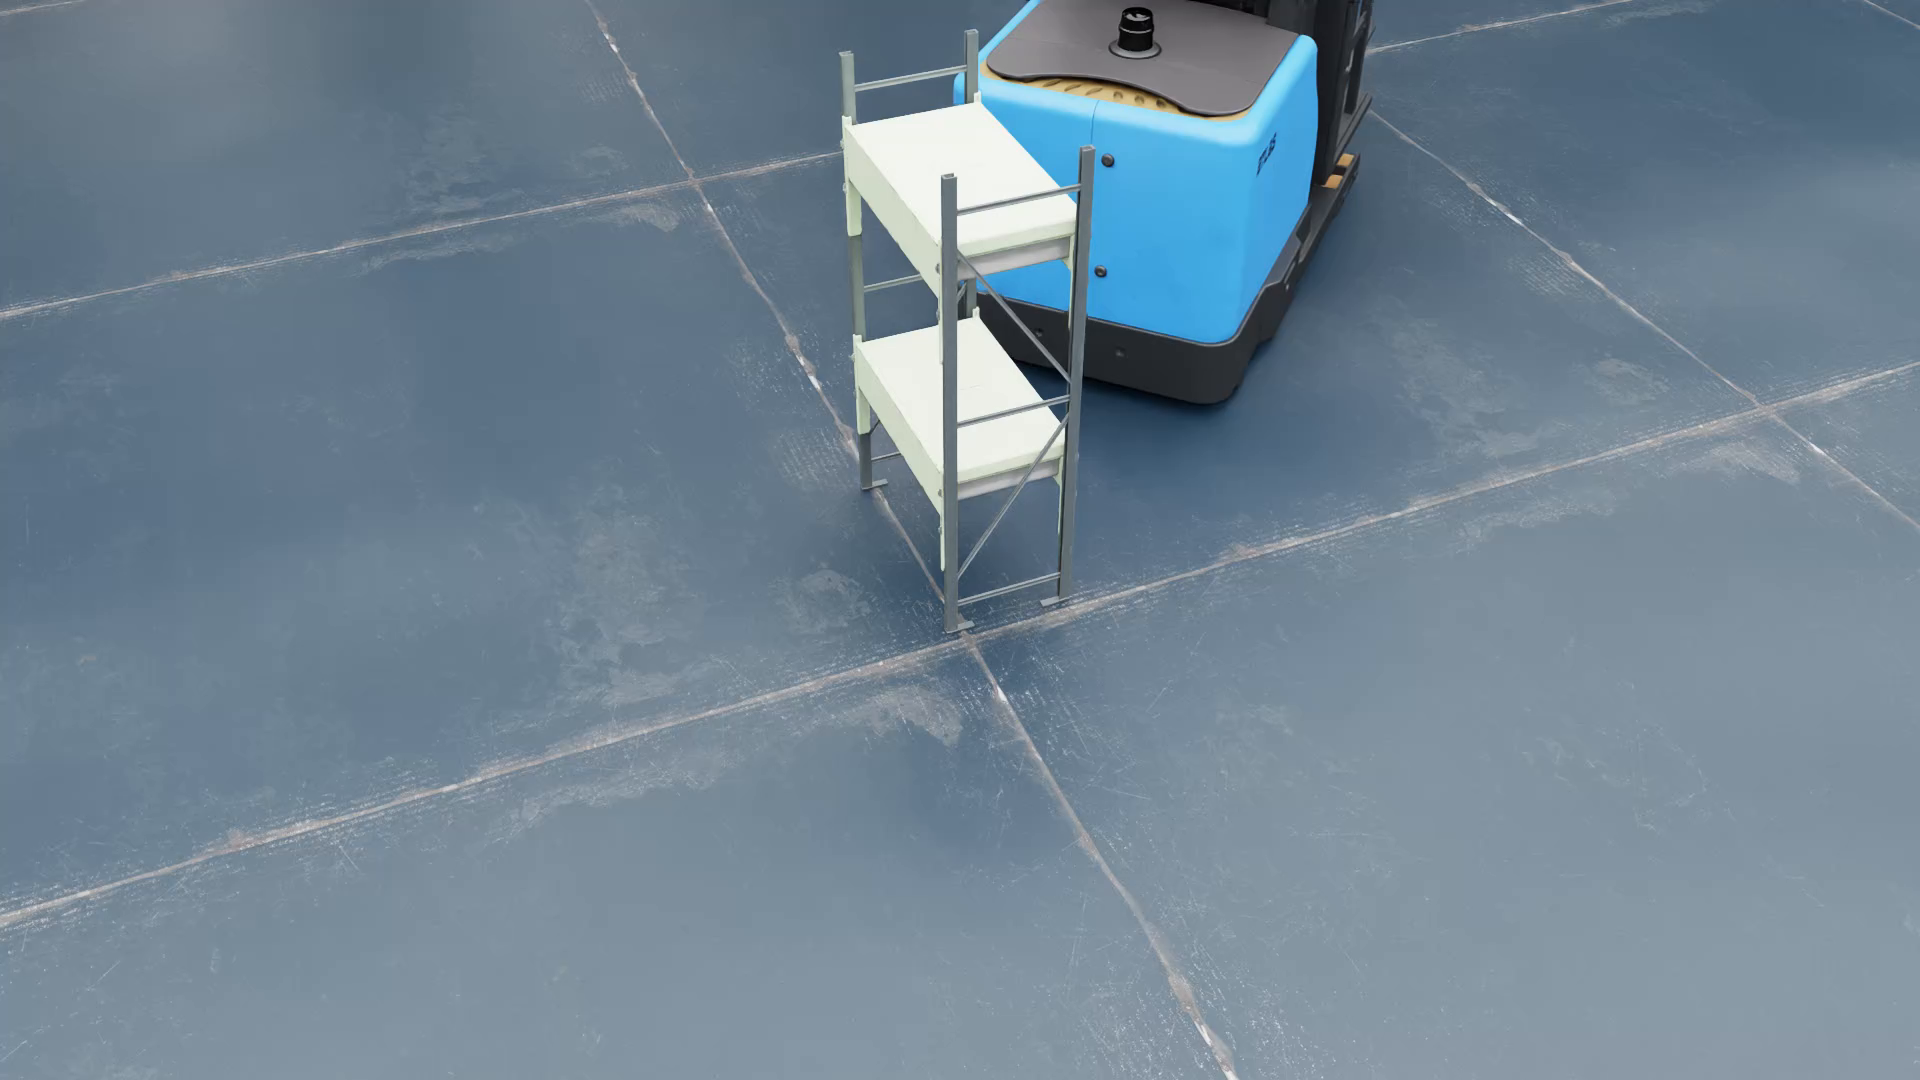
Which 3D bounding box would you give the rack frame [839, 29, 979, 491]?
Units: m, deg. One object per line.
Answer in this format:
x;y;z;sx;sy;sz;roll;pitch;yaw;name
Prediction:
-0.137;-0.785;5.013;0.400;1.500;0.023;-15;43;-17;rack frame

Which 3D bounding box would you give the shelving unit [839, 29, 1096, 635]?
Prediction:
0.003;-0.565;4.756;0.431;1.500;0.755;-15;43;-17;shelving unit

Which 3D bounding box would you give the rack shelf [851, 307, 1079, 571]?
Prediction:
0.003;-0.317;4.969;0.431;0.370;0.720;-15;43;-17;rack shelf

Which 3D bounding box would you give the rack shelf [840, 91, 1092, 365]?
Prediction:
0.003;-0.861;4.502;0.431;0.370;0.720;-15;43;-17;rack shelf

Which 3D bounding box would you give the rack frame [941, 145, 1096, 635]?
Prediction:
0.143;-0.344;4.500;0.400;1.500;0.023;-15;43;-17;rack frame

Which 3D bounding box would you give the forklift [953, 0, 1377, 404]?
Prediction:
1.015;-2.539;5.955;1.130;2.935;3.031;16;43;18;forklift
